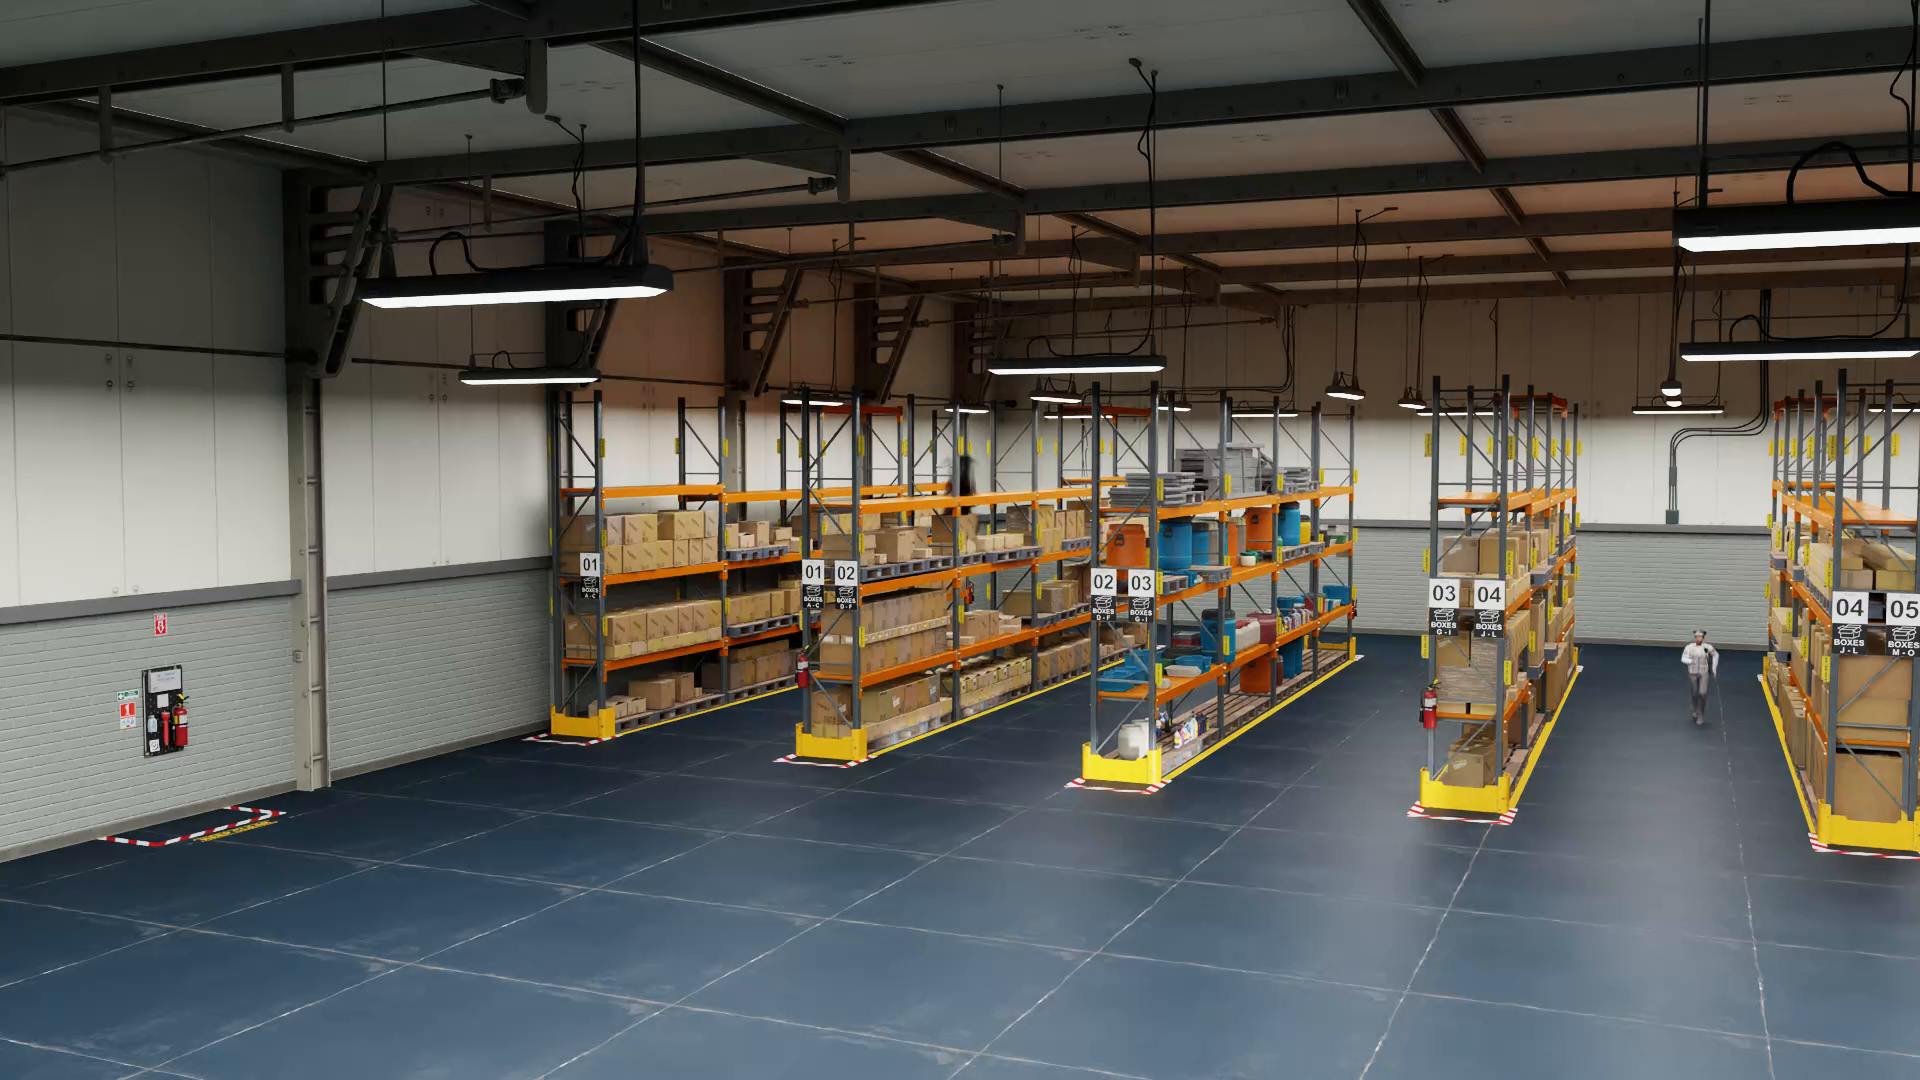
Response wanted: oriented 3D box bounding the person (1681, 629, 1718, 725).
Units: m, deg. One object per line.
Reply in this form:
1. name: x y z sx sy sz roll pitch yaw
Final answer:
1. person: 13.474 2.481 30.340 0.573 1.745 0.830 2 4 29
